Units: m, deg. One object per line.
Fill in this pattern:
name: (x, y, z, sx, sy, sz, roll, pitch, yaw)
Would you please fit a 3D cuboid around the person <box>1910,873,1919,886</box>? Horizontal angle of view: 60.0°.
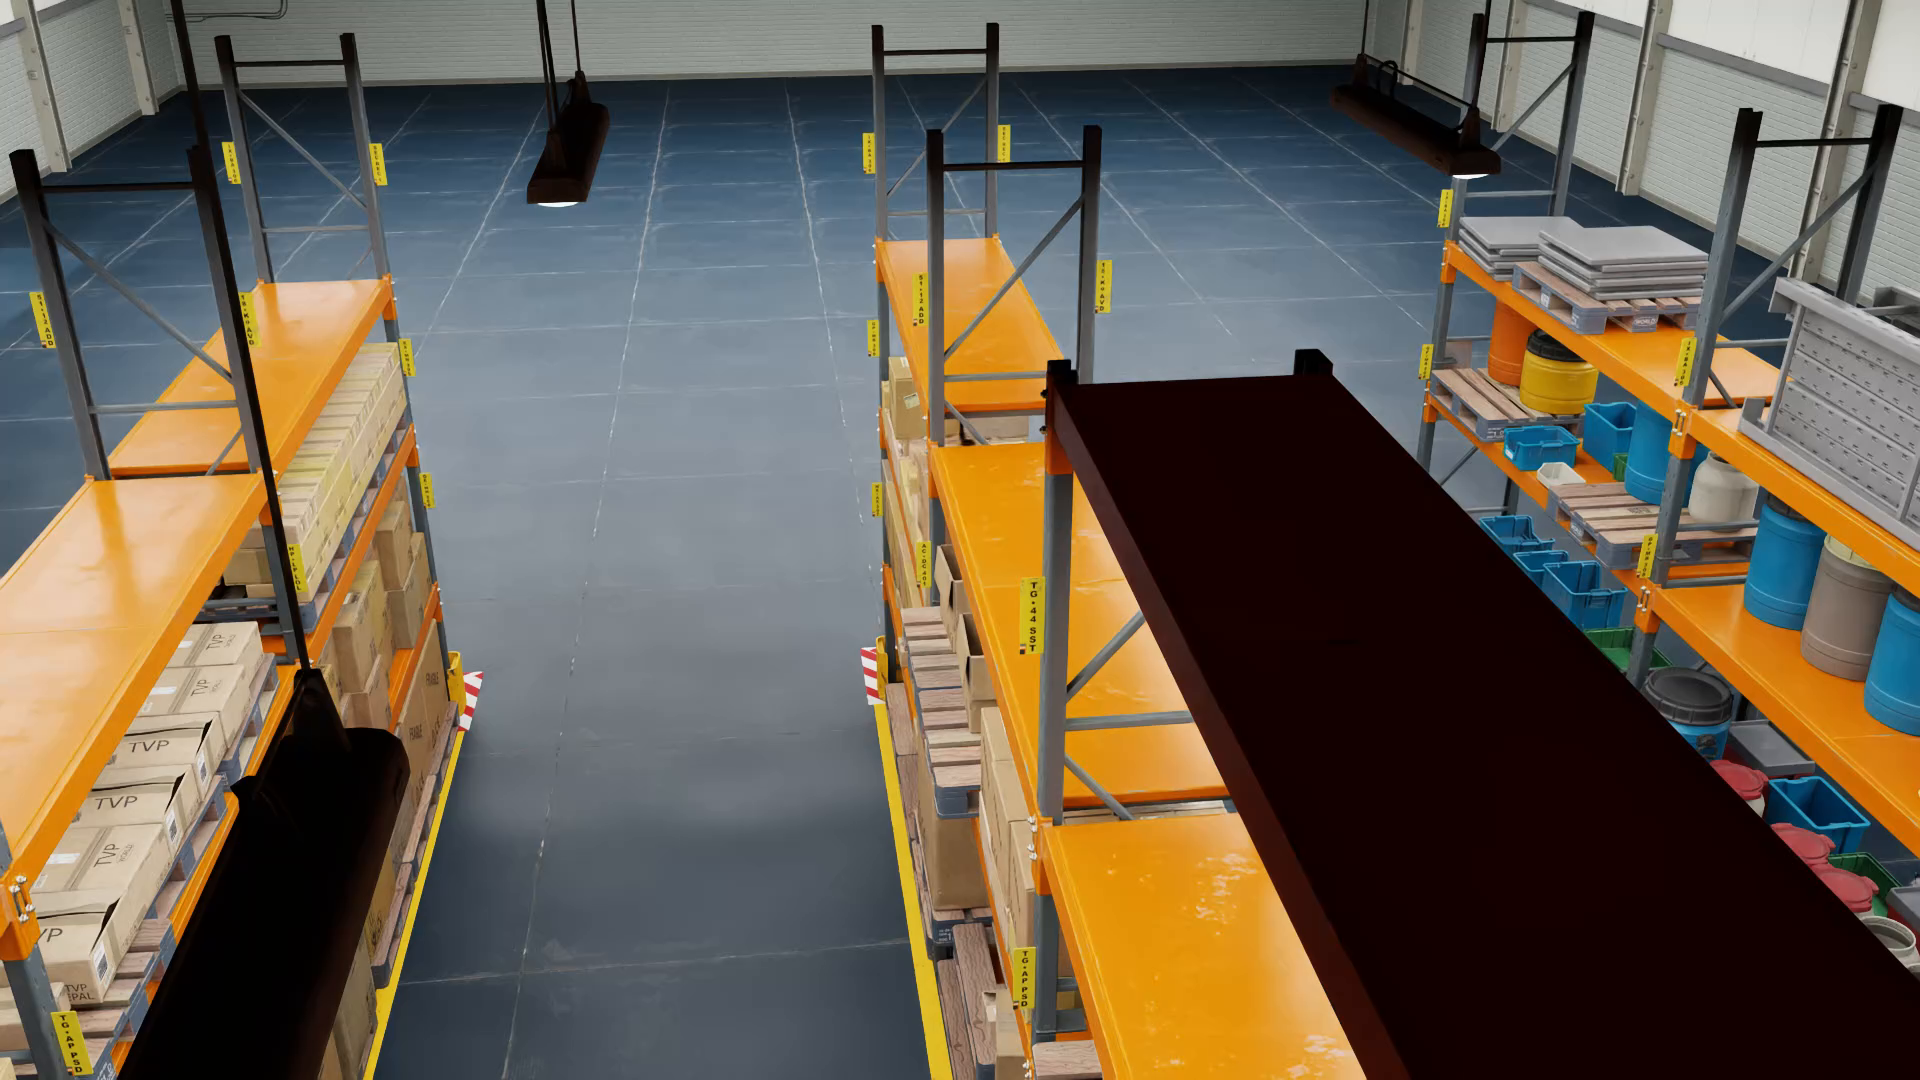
person: (6.388, 2.625, 10.973, 0.669, 1.757, 0.858, -2, 26, -3)
